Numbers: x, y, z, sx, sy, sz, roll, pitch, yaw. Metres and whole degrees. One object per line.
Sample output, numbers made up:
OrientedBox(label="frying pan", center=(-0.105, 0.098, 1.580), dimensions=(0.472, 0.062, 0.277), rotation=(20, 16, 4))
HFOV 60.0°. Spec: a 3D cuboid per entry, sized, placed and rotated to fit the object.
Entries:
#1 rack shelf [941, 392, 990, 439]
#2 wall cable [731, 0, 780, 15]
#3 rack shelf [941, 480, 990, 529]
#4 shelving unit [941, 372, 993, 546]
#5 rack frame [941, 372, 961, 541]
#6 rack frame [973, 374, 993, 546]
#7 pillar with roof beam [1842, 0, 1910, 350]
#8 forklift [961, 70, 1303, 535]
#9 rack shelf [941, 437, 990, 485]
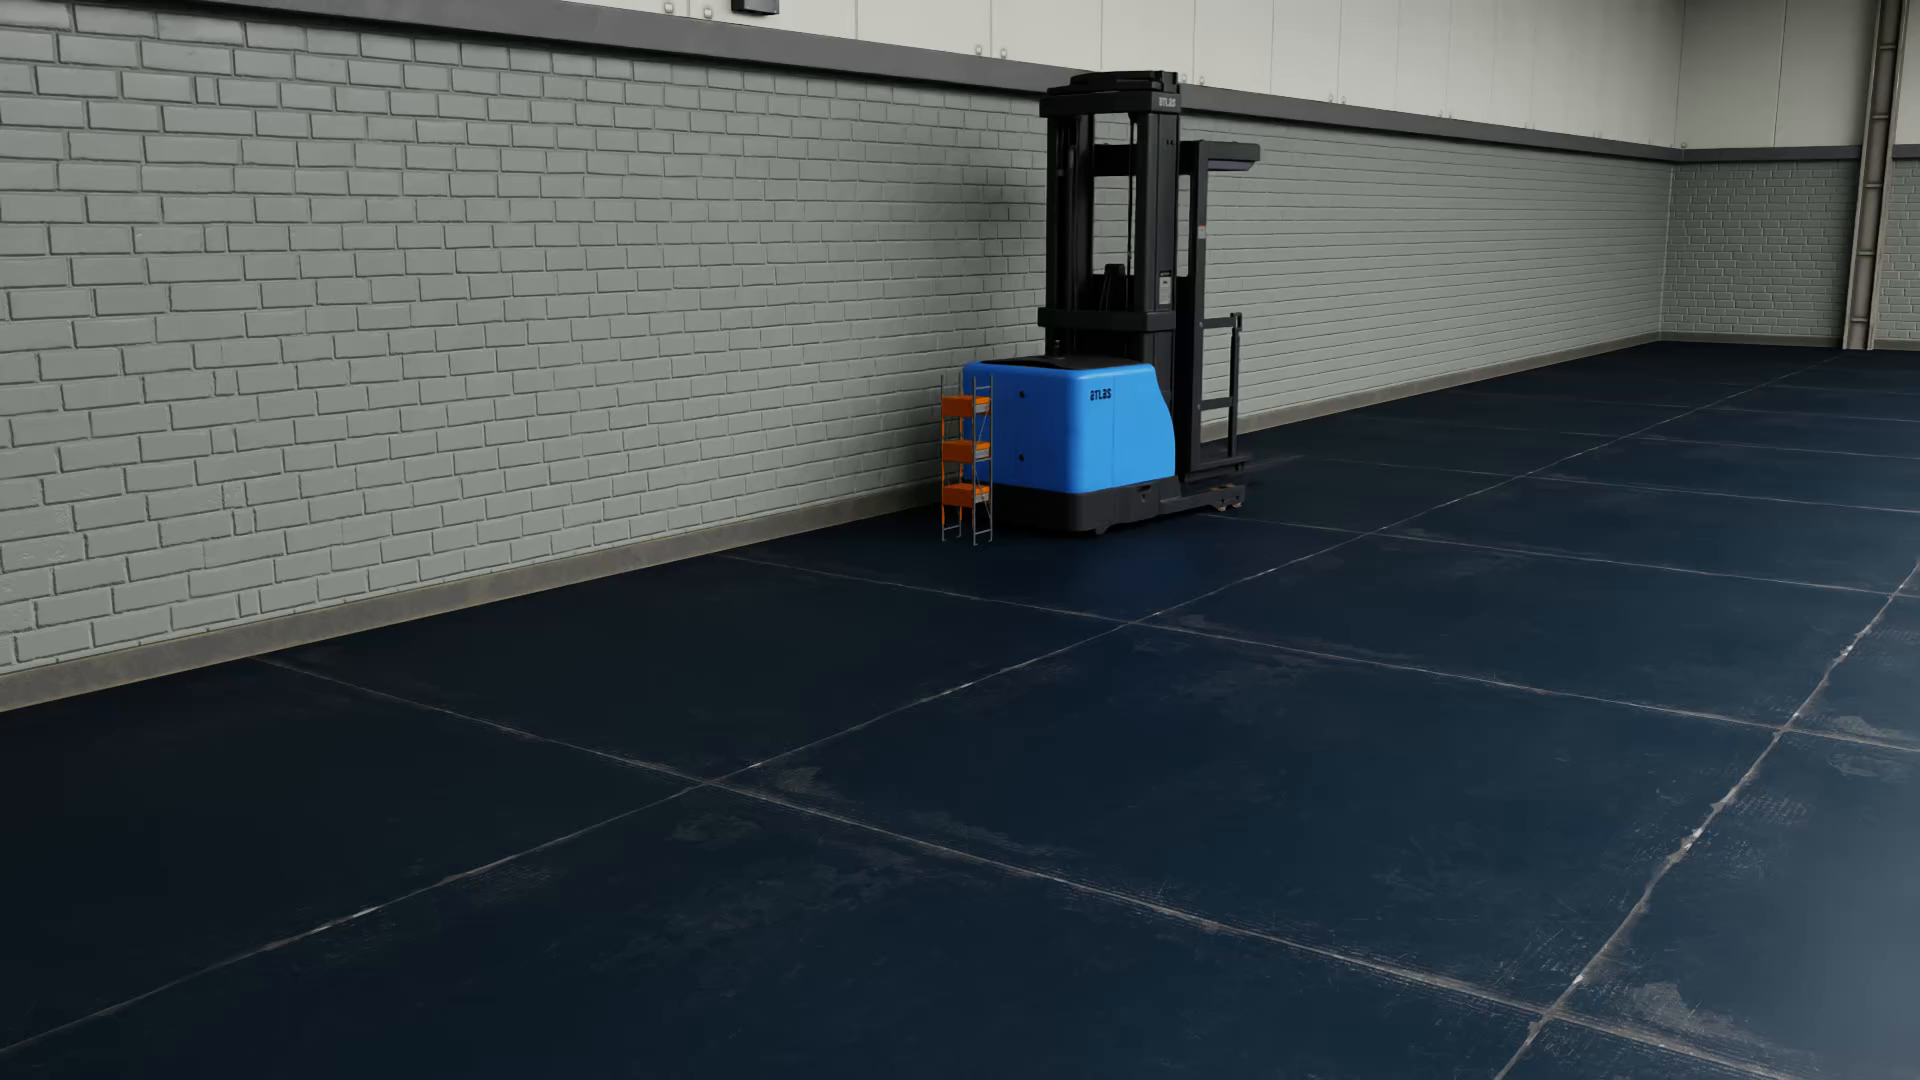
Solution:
OrientedBox(label="rack shelf", center=(0.043, -0.778, 10.347), dimensions=(0.240, 0.259, 0.215), rotation=(8, 13, 36))
OrientedBox(label="wall cable", center=(-0.607, -6.229, 10.083), dimensions=(0.169, 6.003, 2.305), rotation=(8, 13, 36))
OrientedBox(label="rack shelf", center=(0.043, -0.226, 10.454), dimensions=(0.240, 0.259, 0.215), rotation=(8, 13, 36))
OrientedBox(label="shelving unit", center=(0.043, -0.509, 10.399), dimensions=(0.252, 1.050, 0.215), rotation=(8, 13, 36))
OrientedBox(label="rack frame", center=(-0.055, -0.523, 10.470), dimensions=(0.008, 1.050, 0.200), rotation=(8, 13, 36))
OrientedBox(label="rack frame", center=(0.141, -0.496, 10.328), dimensions=(0.008, 1.050, 0.200), rotation=(8, 13, 36))
OrientedBox(label="pillar with roof beam", center=(11.449, -6.738, 21.664), dimensions=(0.400, 9.000, 9.100), rotation=(8, 13, 36))
OrientedBox(label="forklift", center=(1.359, -1.693, 11.563), dimensions=(1.130, 2.935, 3.031), rotation=(10, 15, 41))
OrientedBox(label="rack shelf", center=(0.043, -0.499, 10.401), dimensions=(0.240, 0.259, 0.215), rotation=(8, 13, 36))
